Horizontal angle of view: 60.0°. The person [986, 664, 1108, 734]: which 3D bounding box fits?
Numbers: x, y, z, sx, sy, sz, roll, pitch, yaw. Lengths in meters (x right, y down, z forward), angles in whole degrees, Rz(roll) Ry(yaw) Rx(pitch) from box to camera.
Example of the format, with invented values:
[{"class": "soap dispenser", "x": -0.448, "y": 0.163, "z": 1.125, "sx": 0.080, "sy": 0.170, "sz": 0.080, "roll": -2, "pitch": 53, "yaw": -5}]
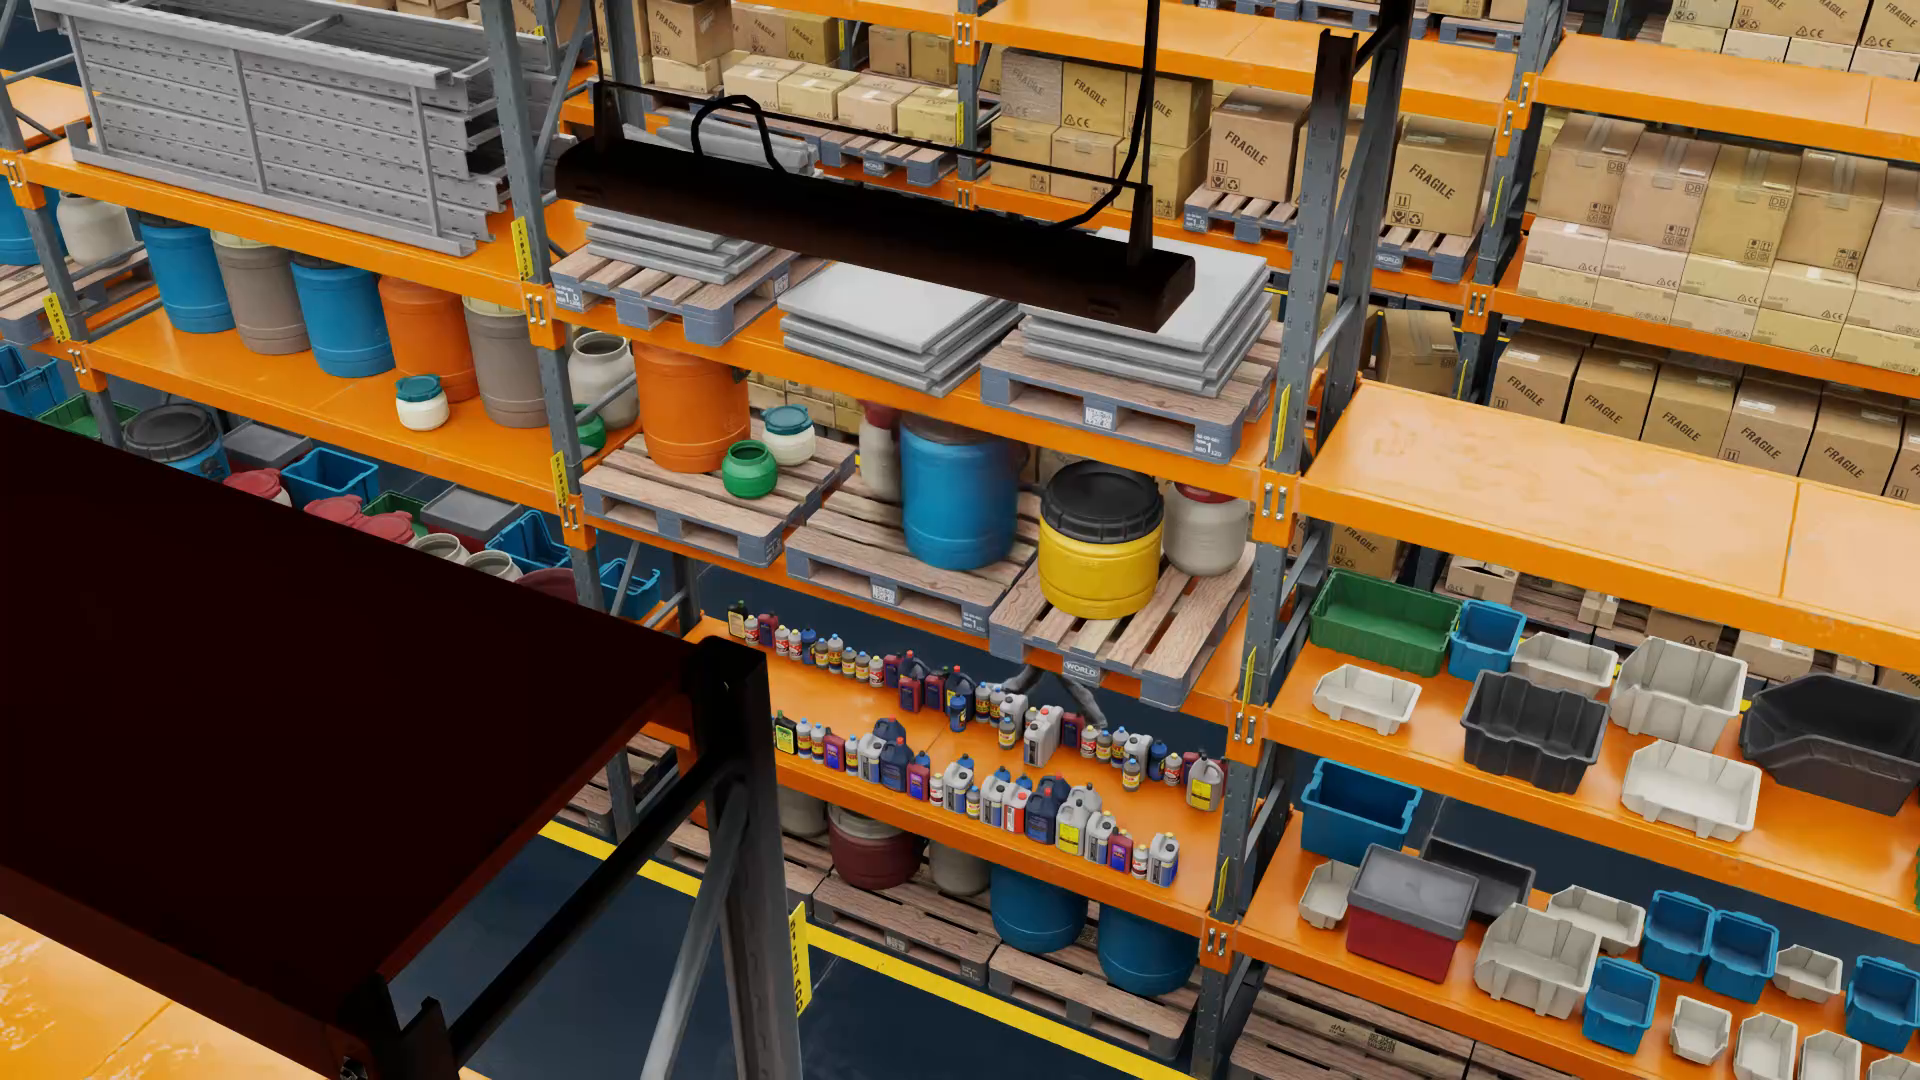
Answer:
[{"class": "person", "x": 0.588, "y": 0.672, "z": 11.529, "sx": 0.967, "sy": 1.546, "sz": 0.434, "roll": 8, "pitch": 36, "yaw": 11}]
